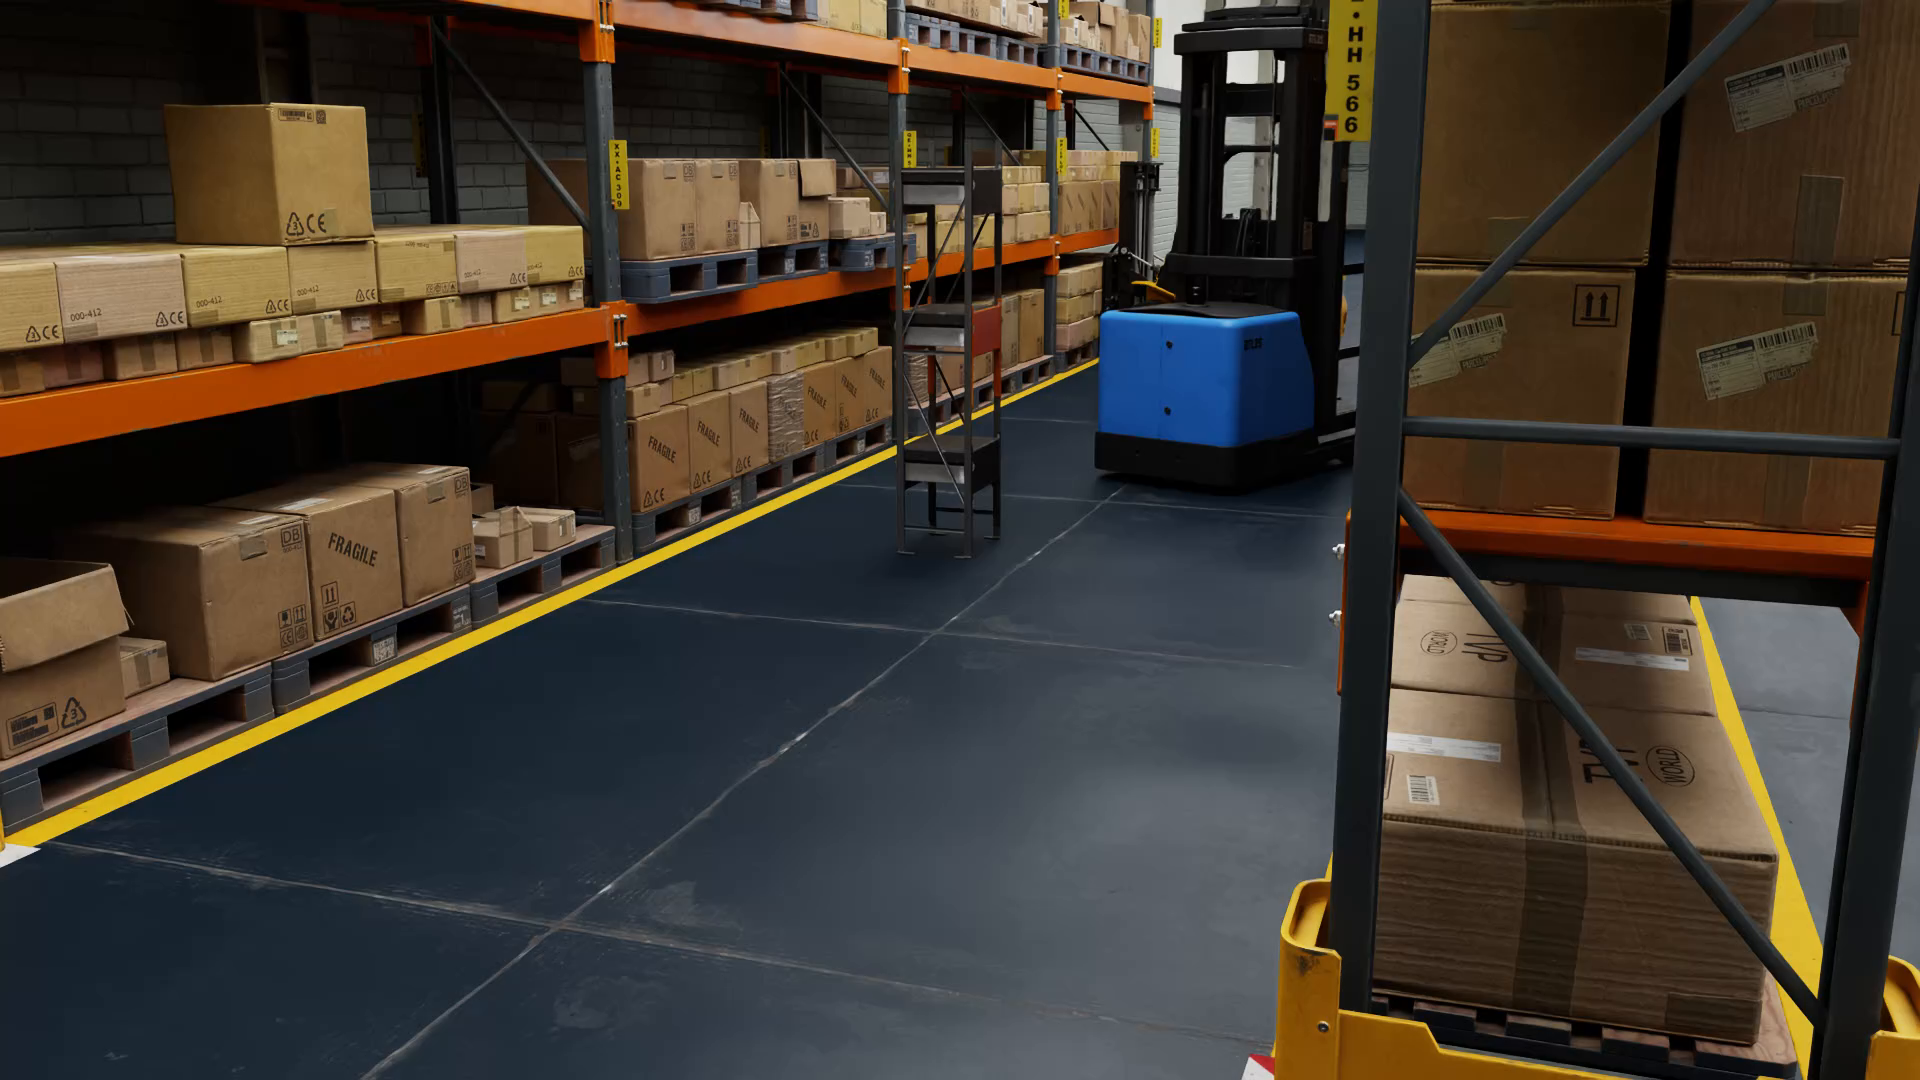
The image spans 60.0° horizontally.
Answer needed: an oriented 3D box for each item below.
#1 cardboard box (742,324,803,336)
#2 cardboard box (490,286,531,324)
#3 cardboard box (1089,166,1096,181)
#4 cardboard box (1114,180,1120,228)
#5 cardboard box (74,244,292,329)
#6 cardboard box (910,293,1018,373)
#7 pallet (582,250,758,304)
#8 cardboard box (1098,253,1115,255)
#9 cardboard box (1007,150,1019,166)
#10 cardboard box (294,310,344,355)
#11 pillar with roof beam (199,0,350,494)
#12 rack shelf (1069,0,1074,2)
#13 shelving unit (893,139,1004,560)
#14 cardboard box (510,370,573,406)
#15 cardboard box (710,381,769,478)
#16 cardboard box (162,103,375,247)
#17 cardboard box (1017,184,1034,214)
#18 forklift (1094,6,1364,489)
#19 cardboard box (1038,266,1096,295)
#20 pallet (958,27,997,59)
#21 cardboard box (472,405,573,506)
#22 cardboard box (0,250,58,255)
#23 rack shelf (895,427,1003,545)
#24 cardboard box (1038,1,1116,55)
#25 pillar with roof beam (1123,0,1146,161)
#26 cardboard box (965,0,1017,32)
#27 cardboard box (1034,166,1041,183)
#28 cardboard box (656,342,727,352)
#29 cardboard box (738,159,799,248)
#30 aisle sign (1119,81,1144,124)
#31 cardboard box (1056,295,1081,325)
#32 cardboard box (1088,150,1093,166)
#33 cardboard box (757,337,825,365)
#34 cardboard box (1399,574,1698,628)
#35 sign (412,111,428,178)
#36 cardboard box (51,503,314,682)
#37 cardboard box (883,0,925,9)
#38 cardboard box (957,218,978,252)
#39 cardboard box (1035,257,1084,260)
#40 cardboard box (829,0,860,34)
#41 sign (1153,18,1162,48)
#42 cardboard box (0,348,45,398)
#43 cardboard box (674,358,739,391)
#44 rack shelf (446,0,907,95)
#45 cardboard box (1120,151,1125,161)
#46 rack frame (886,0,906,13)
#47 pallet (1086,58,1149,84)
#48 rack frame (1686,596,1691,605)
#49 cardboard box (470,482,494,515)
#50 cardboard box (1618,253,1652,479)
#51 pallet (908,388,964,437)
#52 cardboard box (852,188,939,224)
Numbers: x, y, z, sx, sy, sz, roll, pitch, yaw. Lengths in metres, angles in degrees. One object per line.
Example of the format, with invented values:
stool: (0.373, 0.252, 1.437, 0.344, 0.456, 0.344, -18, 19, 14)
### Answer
cardboard box: (-1.335, -1.436, 11.756, 0.380, 0.149, 0.250, 5, 14, 21)
cardboard box: (-2.155, -1.059, 7.450, 0.380, 0.149, 0.250, 5, 14, 20)
cardboard box: (1.152, -3.690, 16.732, 0.380, 0.149, 0.250, 4, 14, 18)
cardboard box: (1.464, -3.616, 17.863, 0.500, 0.500, 0.500, 4, 13, 17)
cardboard box: (-2.734, -0.898, 5.851, 0.500, 0.250, 0.500, 4, 13, 17)
cardboard box: (0.006, -1.837, 14.689, 0.875, 0.625, 0.625, 4, 14, 18)
pallet: (-1.804, -1.446, 9.014, 1.003, 0.211, 1.213, 4, 14, 18)
cardboard box: (1.863, -3.138, 18.984, 0.500, 0.250, 0.500, 5, 14, 20)
cardboard box: (0.361, -3.712, 16.162, 0.380, 0.149, 0.250, 4, 13, 17)
cardboard box: (-2.564, -0.789, 6.267, 0.380, 0.149, 0.250, 5, 14, 20)
pillar with roof beam: (0.830, -3.912, 5.906, 9.100, 9.000, 0.400, 4, 14, 18)
rack shelf: (1.070, -5.864, 16.972, 1.077, 0.370, 4.000, 4, 14, 18)
shelving unit: (-0.054, -0.989, 8.602, 0.431, 2.100, 0.503, 4, 14, 18)
cardboard box: (-2.239, -0.836, 9.124, 0.380, 0.149, 0.250, 4, 14, 18)
cardboard box: (-1.467, -0.669, 9.850, 0.500, 0.500, 0.500, 4, 13, 17)
cardboard box: (-2.573, -1.367, 6.217, 0.500, 0.500, 0.500, 5, 14, 20)
cardboard box: (0.346, -3.004, 14.620, 0.500, 0.250, 0.500, 4, 13, 17)
forklift: (2.189, -2.009, 11.205, 1.130, 2.935, 3.031, 10, 16, 38)
cardboard box: (1.051, -2.602, 16.634, 0.500, 0.250, 0.500, 4, 14, 18)
pallet: (-0.377, -3.977, 13.354, 1.003, 0.211, 1.213, 5, 14, 21)
cardboard box: (-2.286, -0.490, 9.068, 0.500, 0.500, 0.500, 4, 14, 18)
cardboard box: (-3.394, -0.833, 5.567, 0.500, 0.250, 0.500, 4, 14, 19)
rack shelf: (-0.054, -0.293, 8.760, 0.431, 0.518, 0.480, 4, 14, 18)
cardboard box: (1.153, -5.232, 17.030, 0.797, 0.503, 0.637, 5, 14, 20)
pillar with roof beam: (6.654, -7.702, 22.511, 9.100, 9.000, 0.400, 4, 14, 18)
cardboard box: (0.171, -4.405, 13.835, 0.500, 0.311, 0.500, 4, 13, 16)
cardboard box: (0.523, -3.341, 15.201, 0.380, 0.149, 0.250, 5, 14, 20)
cardboard box: (-1.703, -1.160, 10.546, 0.380, 0.149, 0.250, 4, 14, 19)
cardboard box: (-1.376, -1.993, 9.809, 0.700, 0.500, 0.500, 4, 14, 18)
aisle sign: (2.016, -5.166, 19.038, 0.394, 0.787, 0.004, 4, 14, 18)
cardboard box: (0.872, -2.251, 16.222, 0.500, 0.250, 0.500, 4, 14, 18)
cardboard box: (1.119, -3.839, 16.715, 0.380, 0.149, 0.250, 4, 13, 18)
cardboard box: (-1.106, -1.237, 10.884, 0.380, 0.149, 0.250, 5, 14, 20)
cardboard box: (1.939, 0.335, 5.595, 0.875, 0.438, 0.875, 4, 13, 17)
sign: (-2.692, -1.983, 8.333, 0.100, 0.325, 0.005, 4, 14, 18)
cardboard box: (-2.859, 0.178, 6.142, 0.700, 0.500, 0.500, 5, 14, 21)
cardboard box: (-0.471, -3.875, 11.840, 0.380, 0.166, 0.250, 4, 14, 18)
cardboard box: (-0.169, -2.439, 13.269, 0.500, 0.250, 0.500, 4, 13, 17)
cardboard box: (1.052, -2.960, 18.204, 0.500, 0.250, 0.500, 4, 14, 18)
cardboard box: (-0.970, -3.379, 10.649, 0.500, 0.250, 0.500, 4, 14, 19)
sign: (2.226, -5.719, 18.752, 0.100, 0.325, 0.005, 4, 14, 18)
cardboard box: (-3.055, -0.521, 5.094, 0.380, 0.149, 0.250, 5, 14, 20)
cardboard box: (-1.517, -0.965, 9.692, 0.380, 0.149, 0.250, 4, 14, 18)
rack shelf: (-1.518, -2.912, 9.881, 1.077, 0.370, 4.000, 4, 14, 18)
cardboard box: (1.561, -4.104, 17.878, 0.380, 0.149, 0.250, 5, 14, 20)
rack frame: (-0.871, -5.146, 11.312, 1.000, 3.000, 0.127, 4, 14, 18)
pallet: (1.464, -5.178, 18.392, 1.003, 0.211, 1.213, 4, 14, 18)
rack frame: (2.532, -1.023, 6.728, 1.000, 3.000, 0.127, 4, 14, 18)
cardboard box: (-2.603, -0.151, 8.007, 0.500, 0.311, 0.500, 5, 14, 20)
cardboard box: (1.802, -0.418, 3.854, 0.500, 0.500, 0.500, 4, 13, 18)
pallet: (-0.568, -1.032, 13.037, 1.003, 0.211, 1.213, 4, 14, 18)
cardboard box: (-0.473, -2.466, 12.265, 0.500, 0.250, 0.500, 4, 14, 18)
